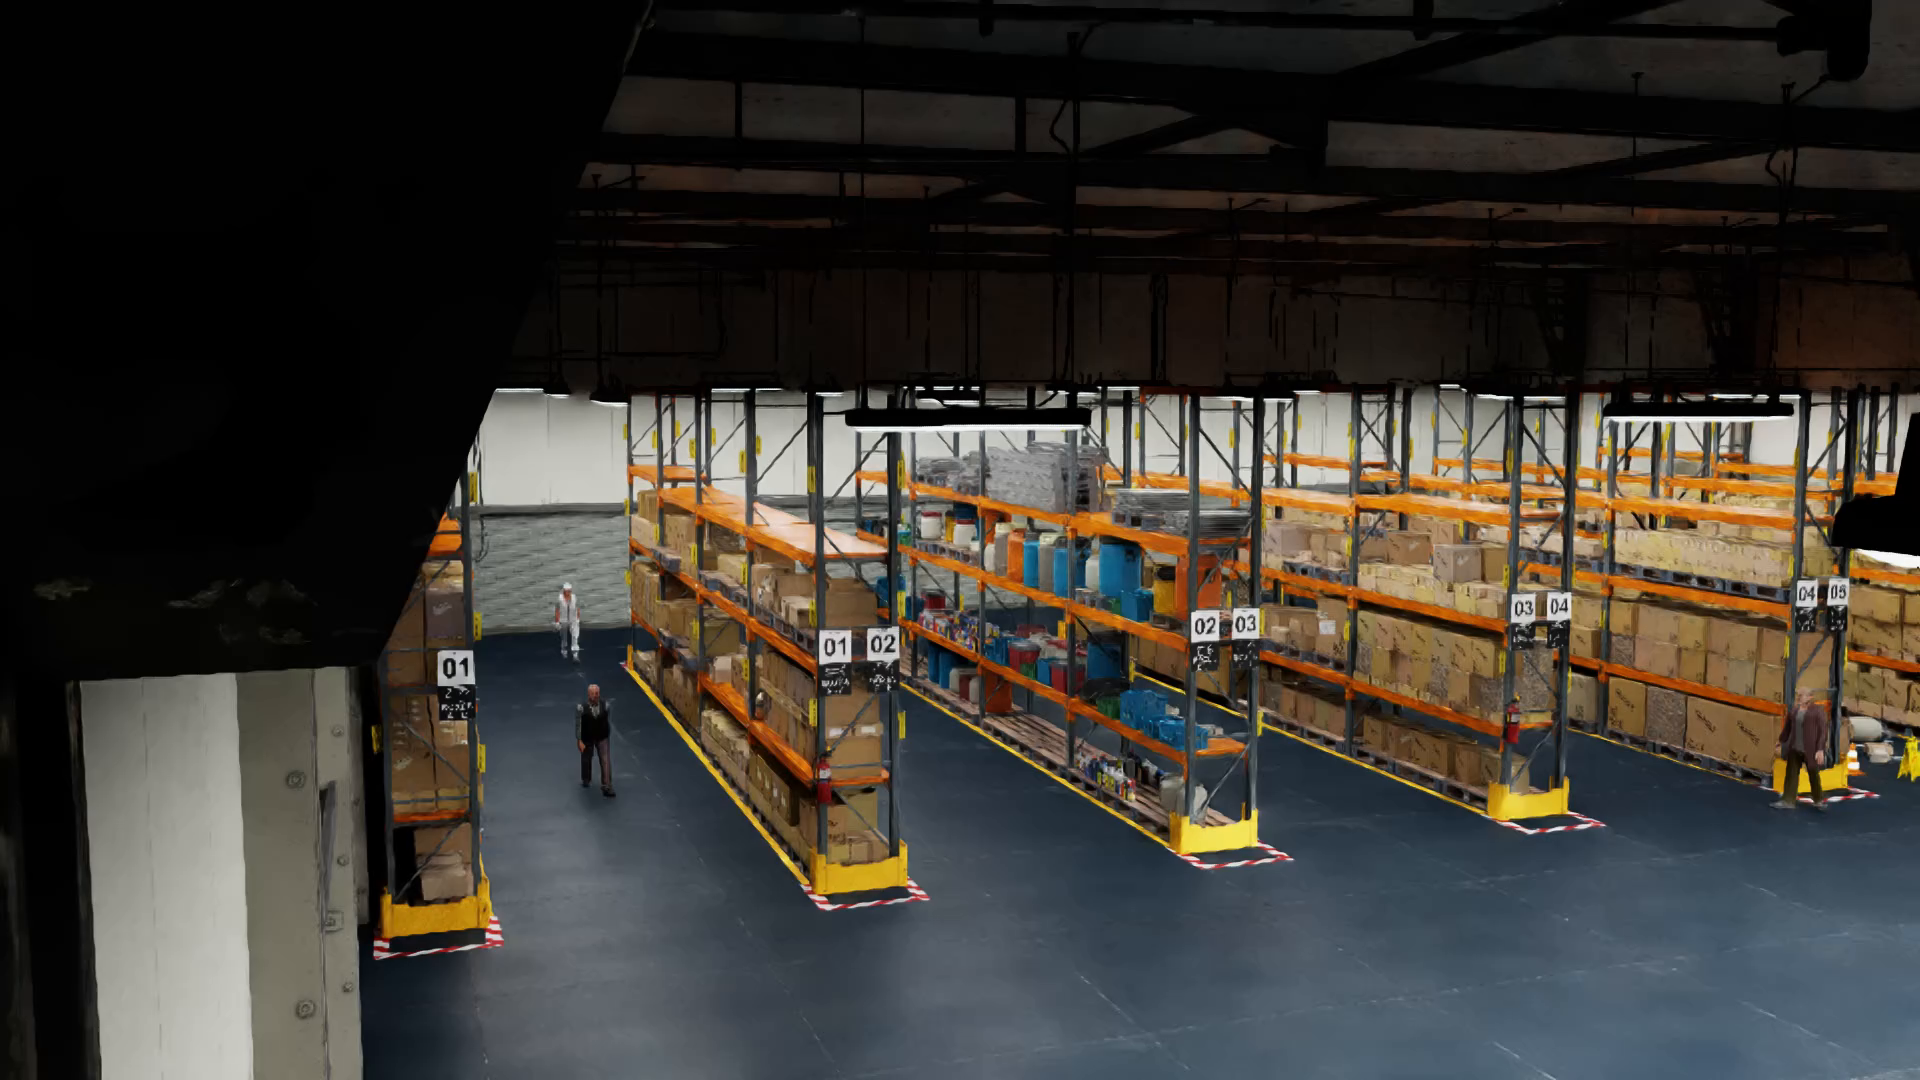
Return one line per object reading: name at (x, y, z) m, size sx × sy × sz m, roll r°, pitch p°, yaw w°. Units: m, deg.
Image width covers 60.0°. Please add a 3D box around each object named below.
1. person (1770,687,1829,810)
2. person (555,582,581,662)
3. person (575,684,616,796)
person at (12.060, 3.032, 23.901) m, size 0.712 × 1.669 × 0.796 m, roll -4°, pitch 7°, yaw -33°
person at (-8.479, 1.756, 35.955) m, size 0.553 × 1.709 × 1.123 m, roll -2°, pitch 6°, yaw -17°
person at (-5.455, 2.920, 24.733) m, size 0.546 × 1.594 × 1.003 m, roll -2°, pitch 6°, yaw -21°
